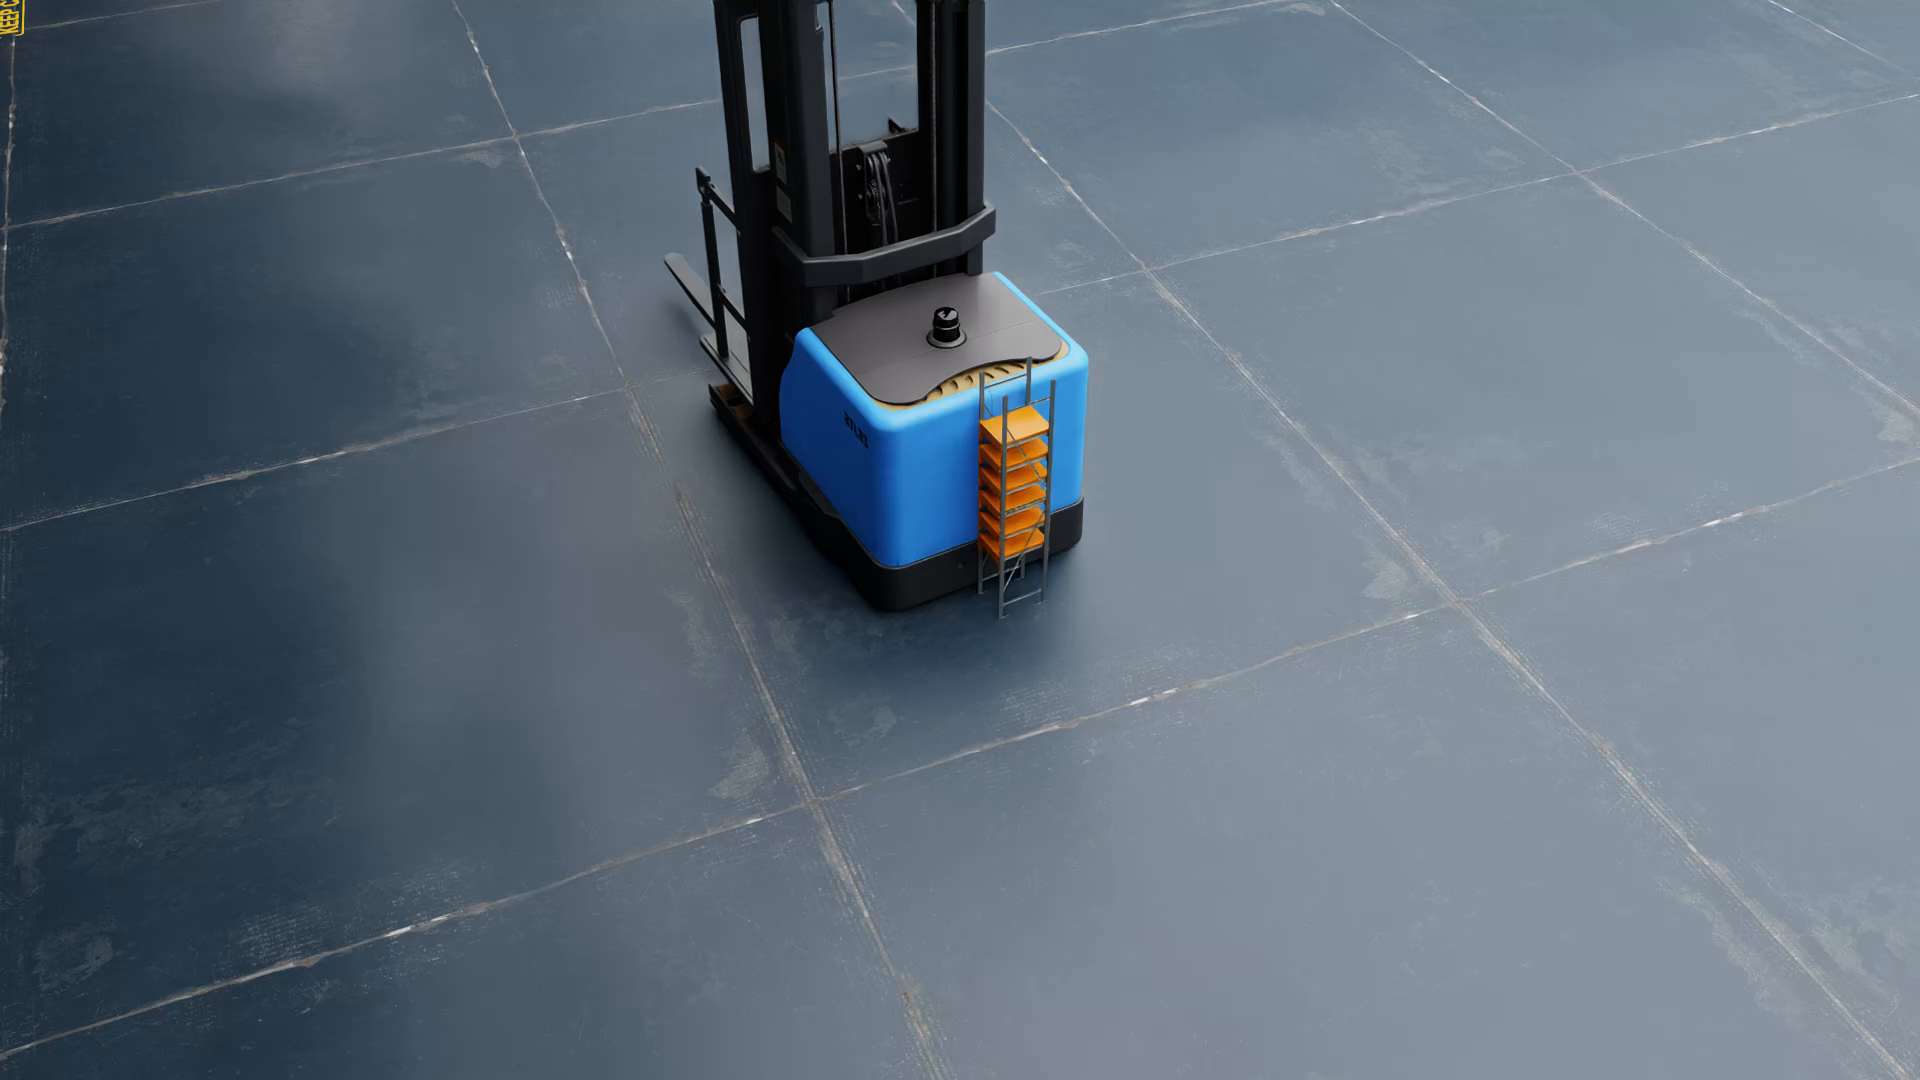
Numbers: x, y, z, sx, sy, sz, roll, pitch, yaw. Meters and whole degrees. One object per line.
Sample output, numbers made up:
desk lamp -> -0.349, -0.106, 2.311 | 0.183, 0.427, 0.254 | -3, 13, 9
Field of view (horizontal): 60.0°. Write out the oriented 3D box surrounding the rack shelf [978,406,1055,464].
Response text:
rack shelf -> 0.228, -0.434, 6.769 | 0.258, 0.103, 0.180 | -20, 45, -22

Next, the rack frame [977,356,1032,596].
rack frame -> 0.184, -0.247, 7.036 | 0.240, 1.200, 0.006 | -20, 45, -22

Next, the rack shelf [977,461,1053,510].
rack shelf -> 0.228, -0.252, 6.926 | 0.258, 0.103, 0.180 | -20, 45, -22

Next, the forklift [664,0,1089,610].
forklift -> -0.602, -1.755, 7.461 | 1.130, 2.935, 3.031 | -20, 45, -22

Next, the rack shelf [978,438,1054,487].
rack shelf -> 0.228, -0.343, 6.848 | 0.258, 0.103, 0.180 | -20, 45, -22

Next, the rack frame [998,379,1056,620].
rack frame -> 0.273, -0.143, 6.914 | 0.240, 1.200, 0.006 | -20, 45, -22

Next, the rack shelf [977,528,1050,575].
rack shelf -> 0.228, 0.021, 7.161 | 0.258, 0.103, 0.180 | -20, 45, -22

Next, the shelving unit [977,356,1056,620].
shelving unit -> 0.228, -0.195, 6.975 | 0.258, 1.200, 0.189 | -20, 45, -22

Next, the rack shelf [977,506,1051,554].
rack shelf -> 0.228, -0.070, 7.082 | 0.258, 0.103, 0.180 | -20, 45, -22

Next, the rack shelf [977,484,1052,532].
rack shelf -> 0.228, -0.161, 7.004 | 0.258, 0.103, 0.180 | -20, 45, -22
